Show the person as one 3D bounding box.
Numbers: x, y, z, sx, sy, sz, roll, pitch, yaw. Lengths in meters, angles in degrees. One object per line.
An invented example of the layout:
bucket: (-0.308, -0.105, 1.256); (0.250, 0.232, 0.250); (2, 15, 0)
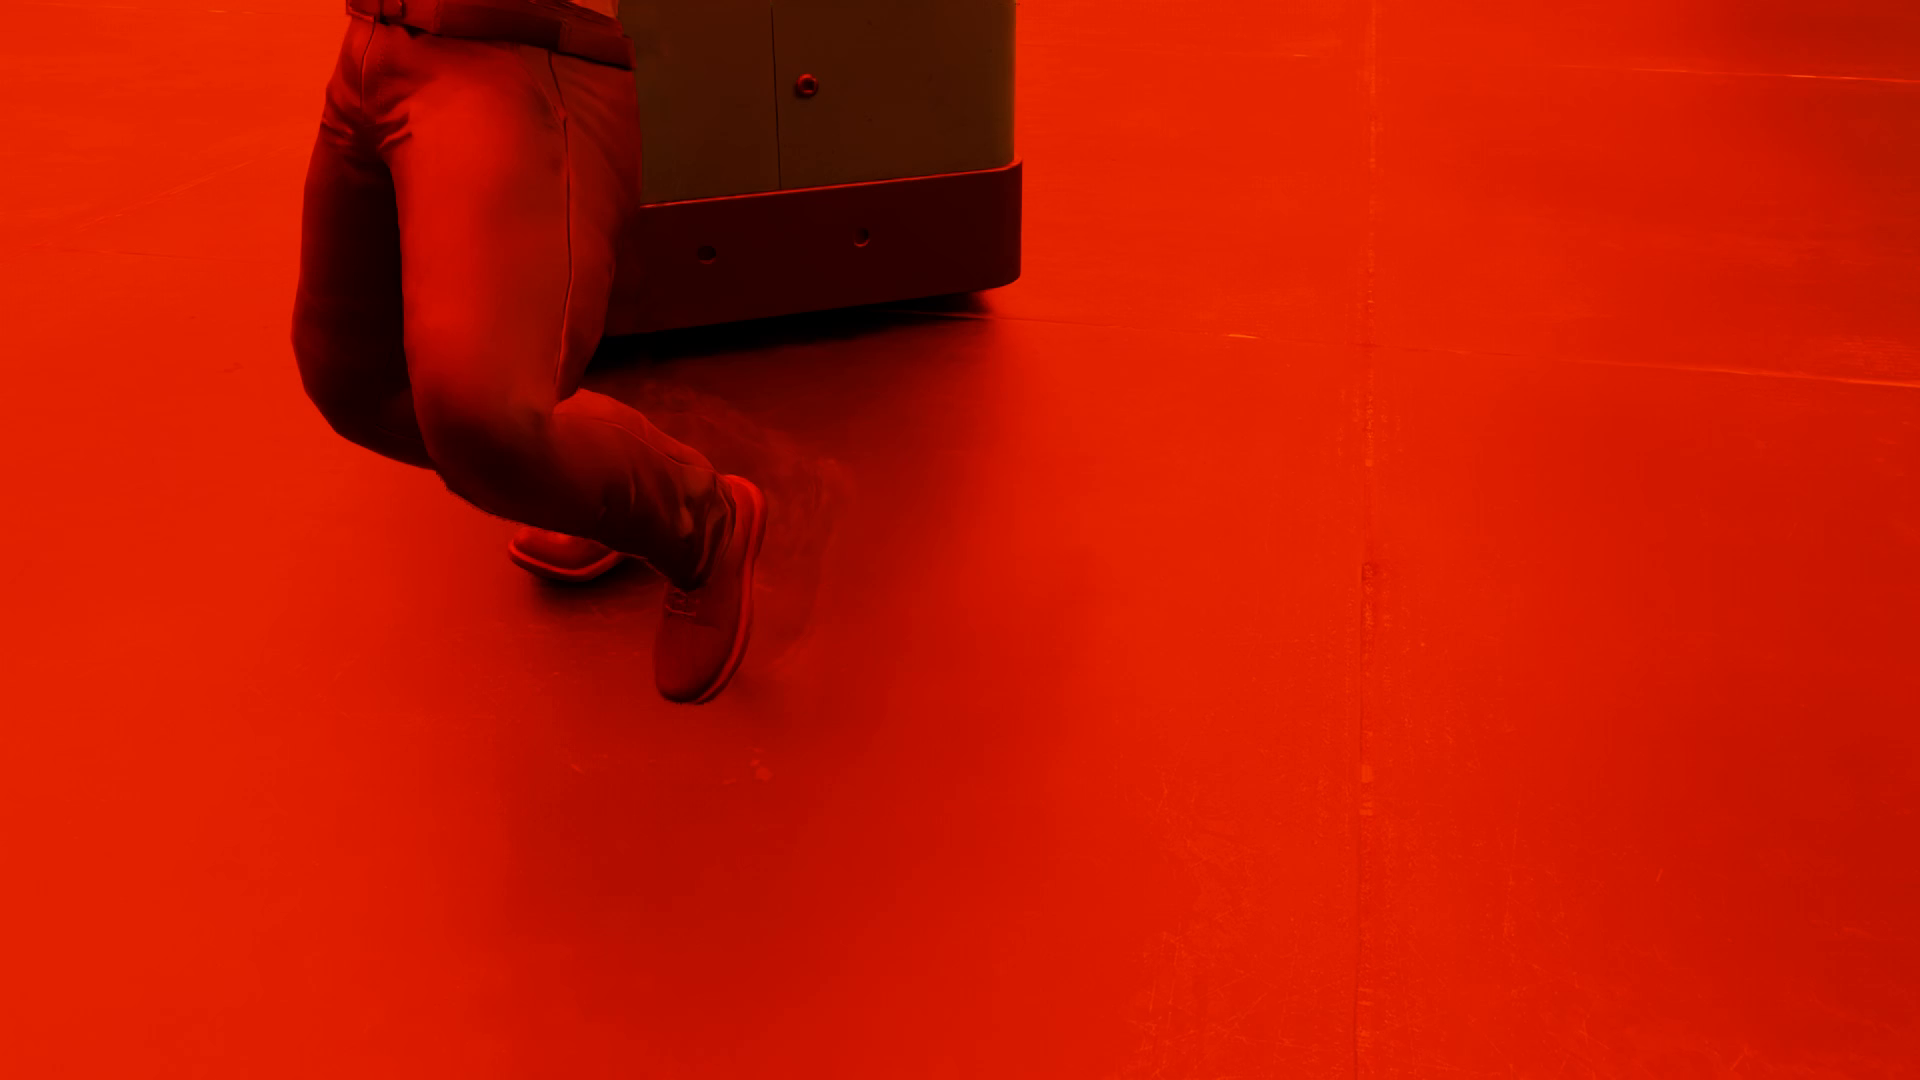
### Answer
person: (-0.426, -0.546, 1.900); (0.702, 1.545, 0.897); (-22, 34, -37)

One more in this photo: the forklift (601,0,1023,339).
forklift: (-0.896, -2.309, 3.822); (1.130, 2.935, 3.031); (-10, 29, -20)
